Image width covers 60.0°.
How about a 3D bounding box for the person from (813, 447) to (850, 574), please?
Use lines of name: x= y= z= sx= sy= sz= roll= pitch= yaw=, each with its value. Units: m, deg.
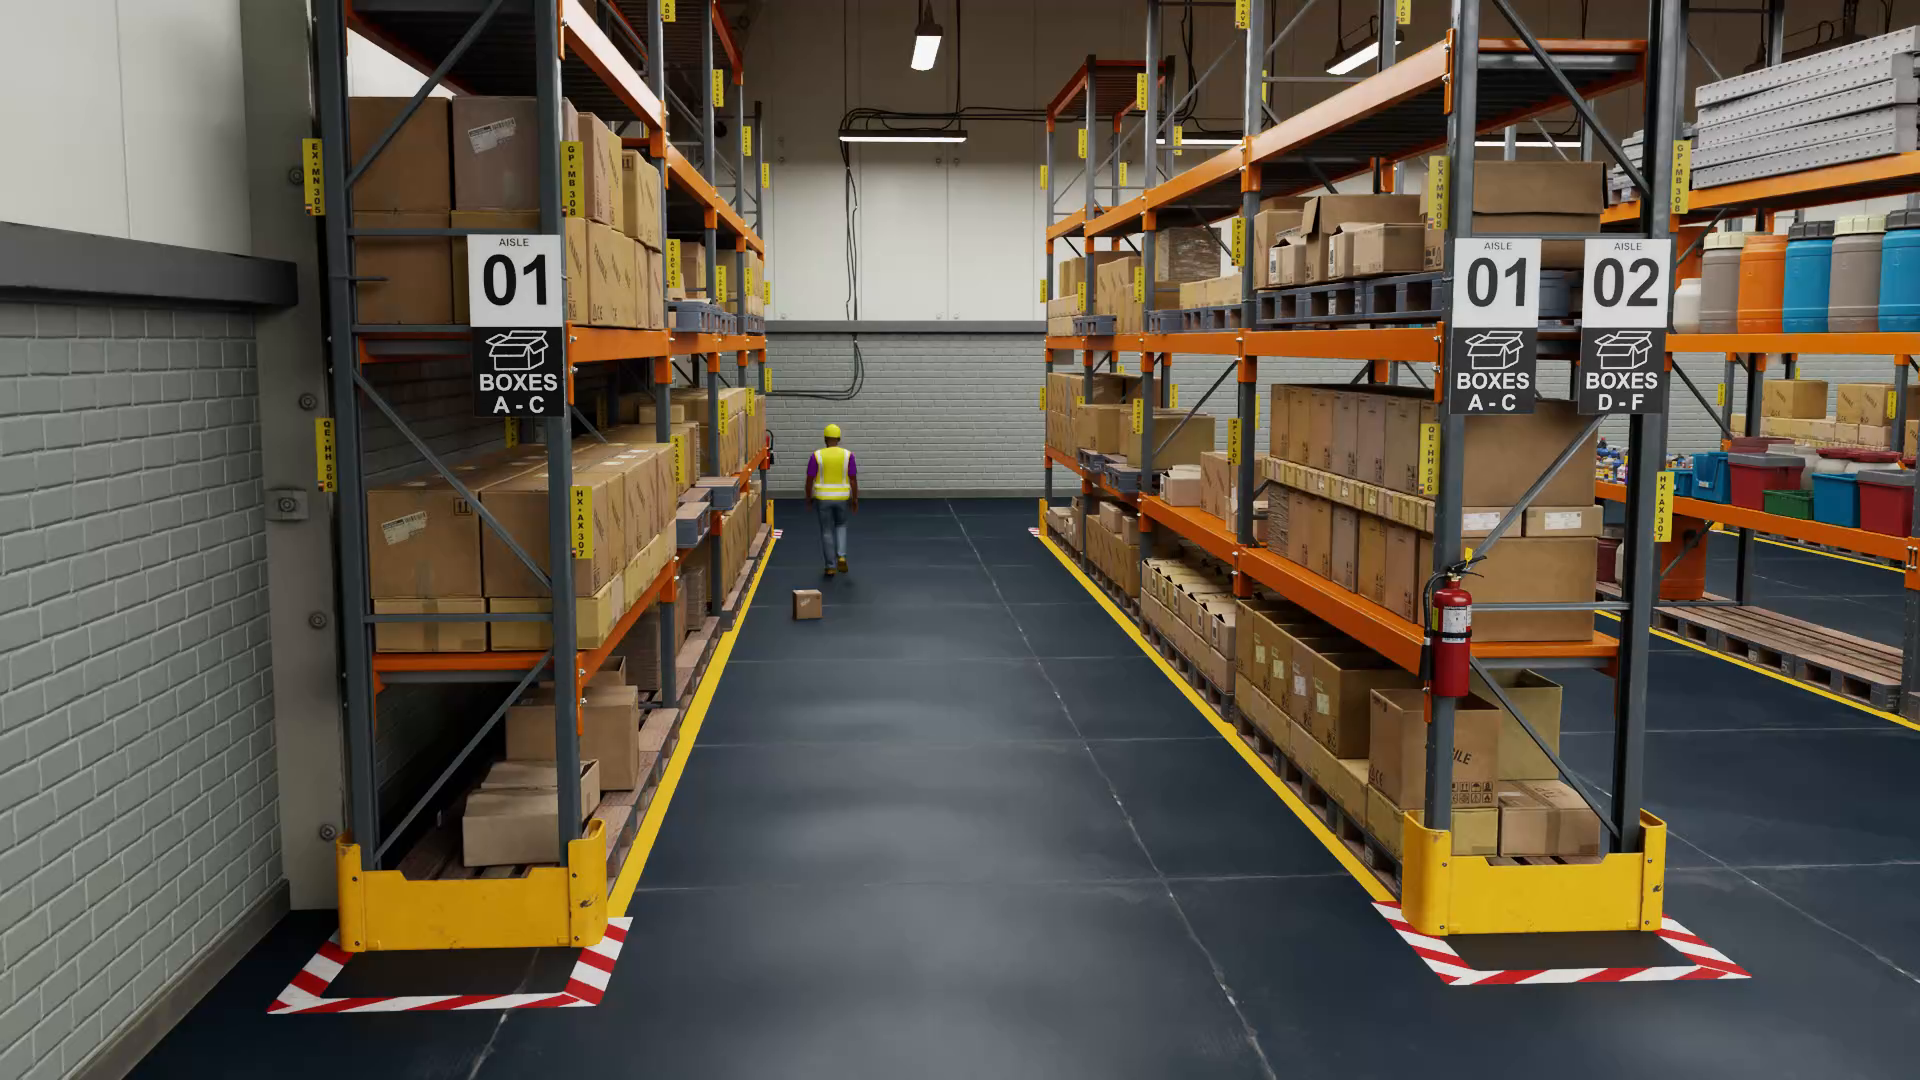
person: x=7.843 y=-0.521 z=14.015 sx=15.445 sy=3.204 sz=15.978 roll=-2 pitch=7 yaw=-16
